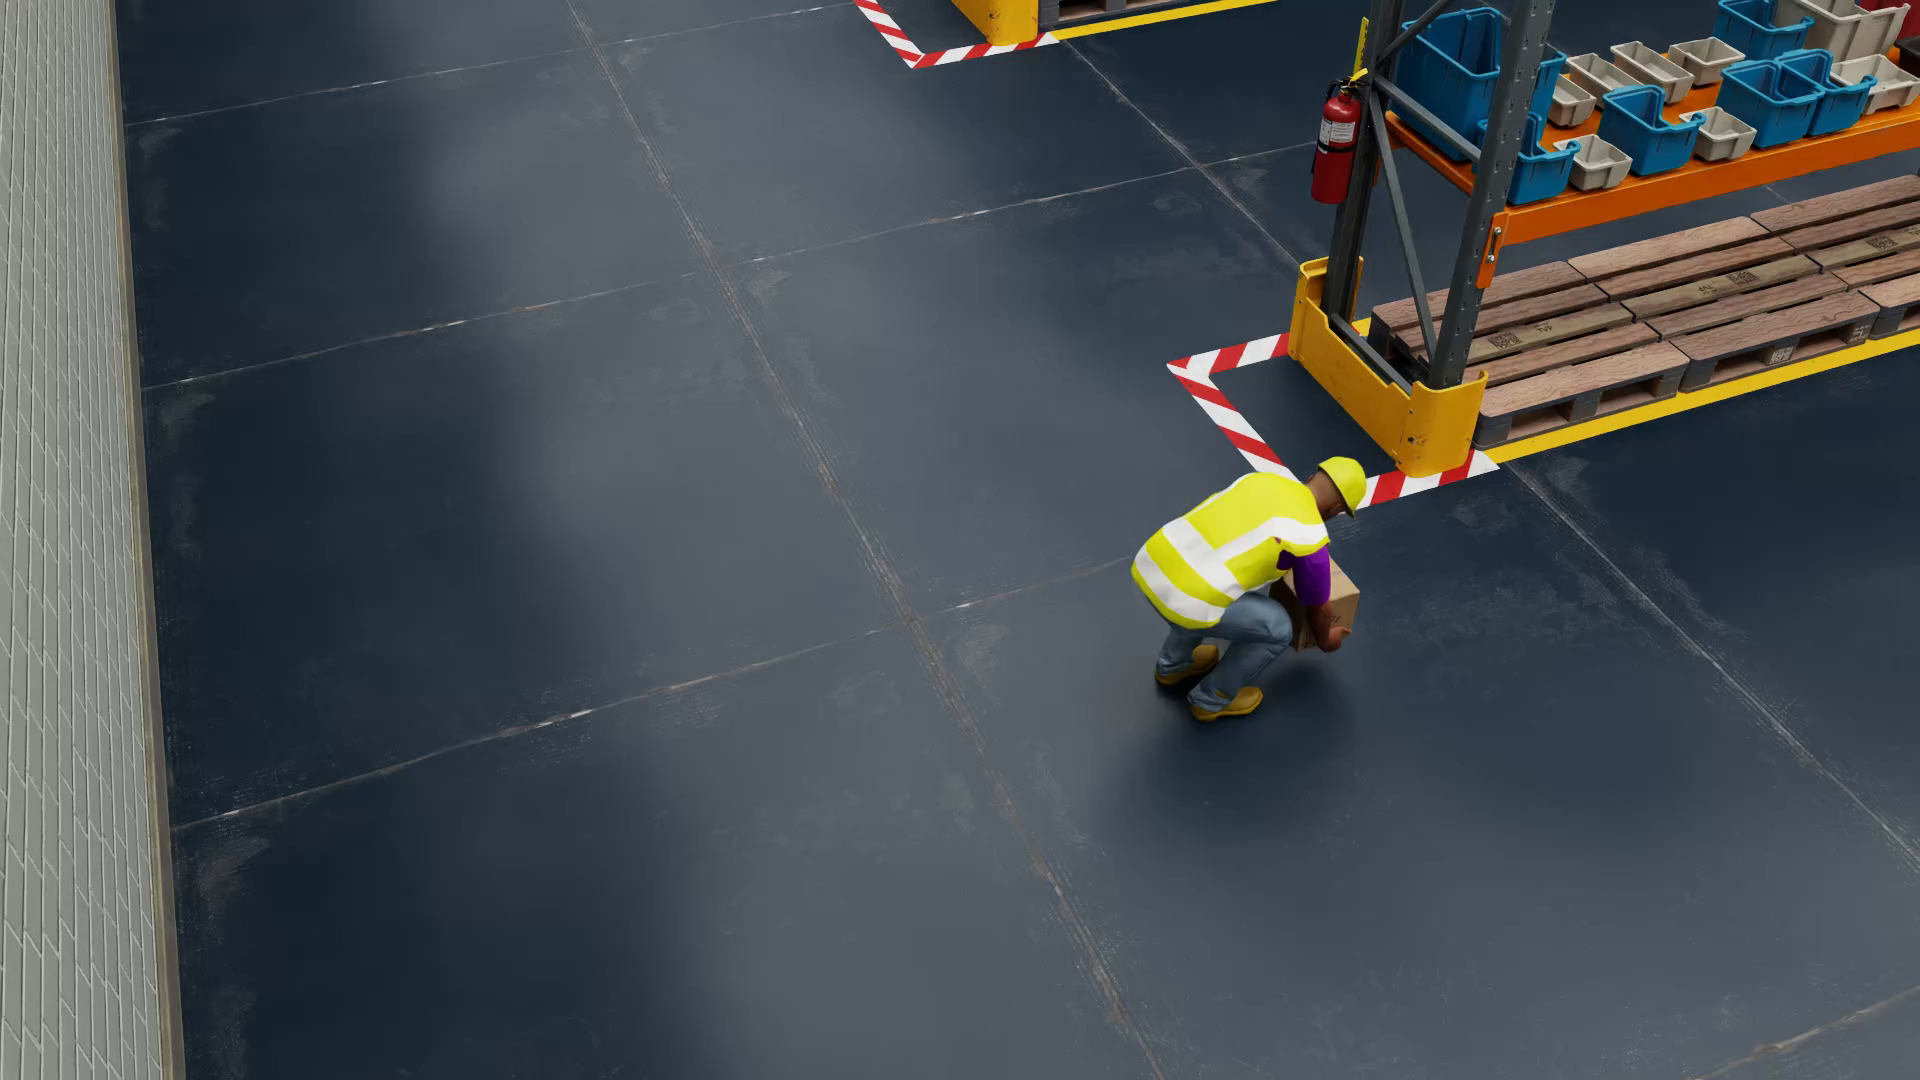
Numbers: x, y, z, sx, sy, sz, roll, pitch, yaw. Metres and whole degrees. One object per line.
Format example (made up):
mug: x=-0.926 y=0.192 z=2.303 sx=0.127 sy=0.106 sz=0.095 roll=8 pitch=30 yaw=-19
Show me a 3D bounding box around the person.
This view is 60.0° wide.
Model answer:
person: x=1.129 y=0.178 z=6.494 sx=0.964 sy=1.033 sz=0.515 roll=-17 pitch=44 yaw=-19
